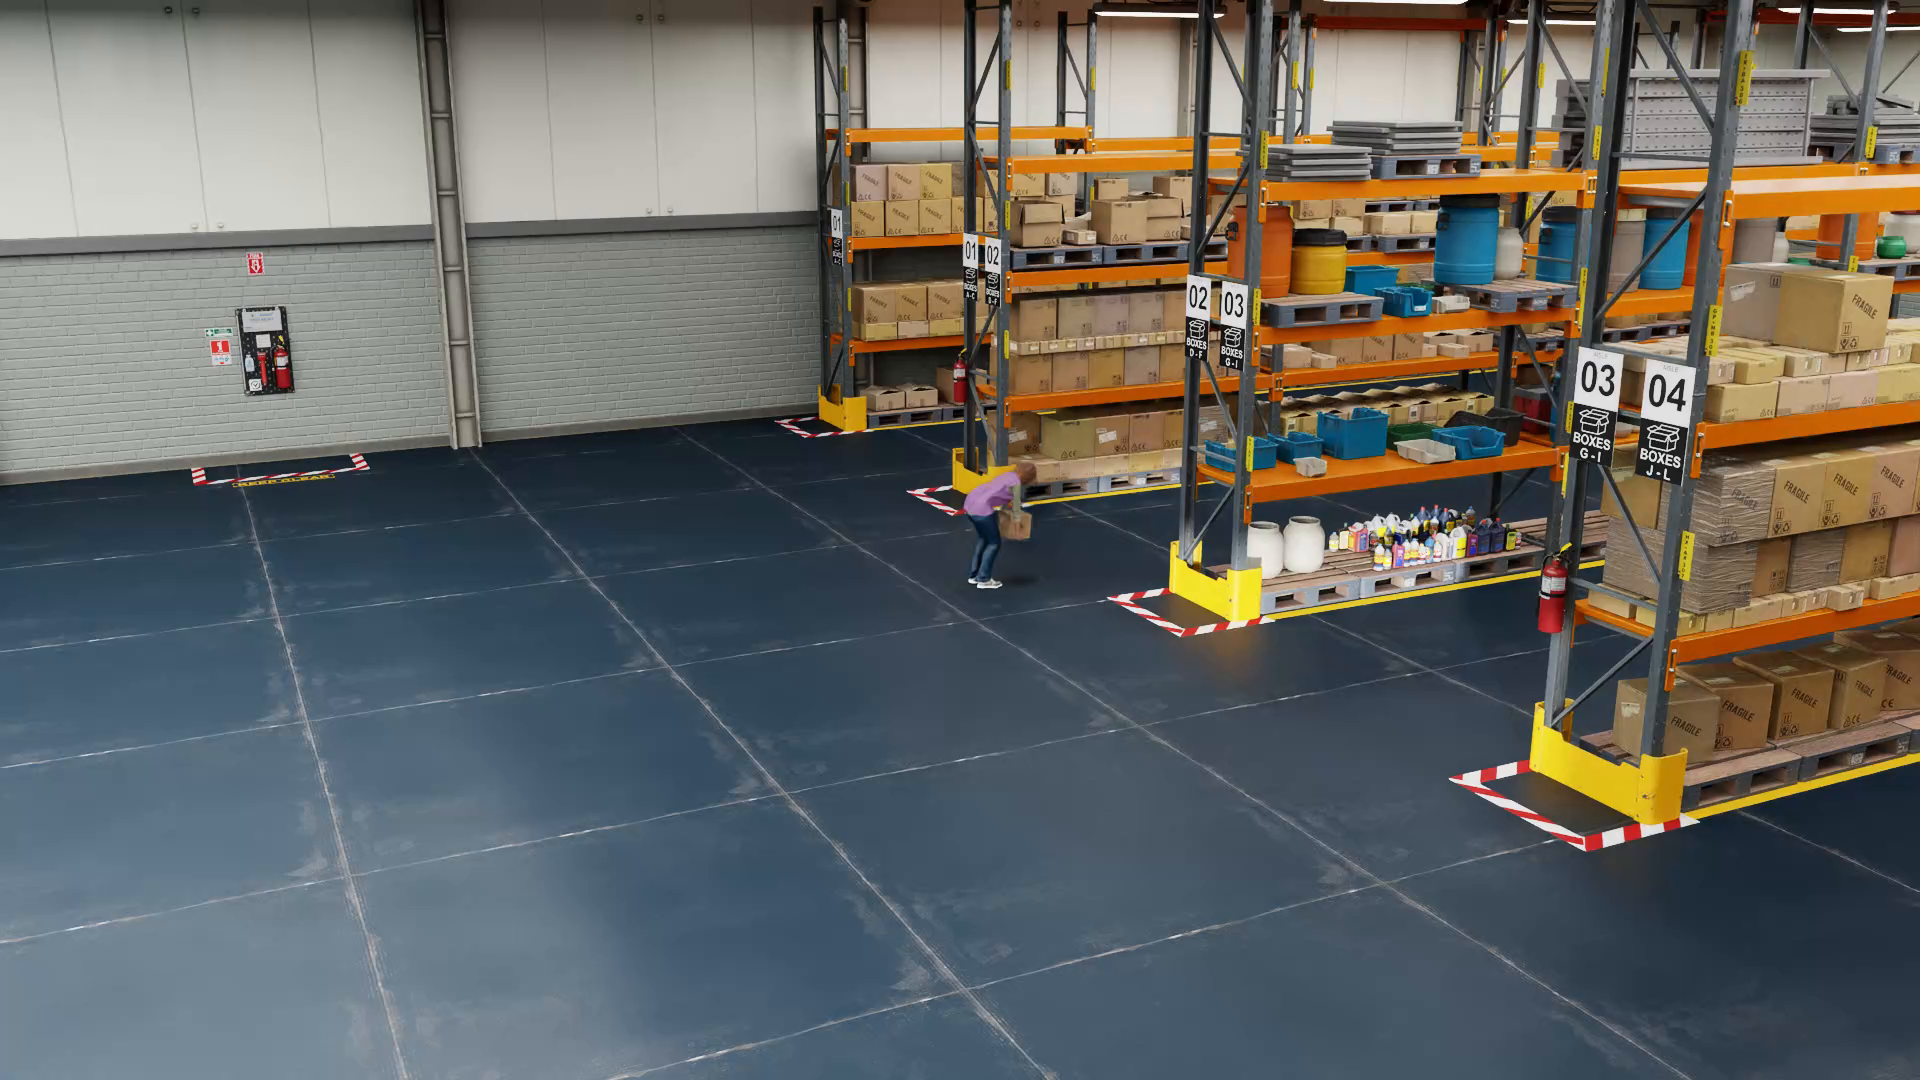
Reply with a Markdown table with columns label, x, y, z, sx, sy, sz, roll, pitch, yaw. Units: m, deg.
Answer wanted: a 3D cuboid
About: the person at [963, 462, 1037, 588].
| label | x | y | z | sx | sy | sz | roll | pitch | yaw |
| --- | --- | --- | --- | --- | --- | --- | --- | --- | --- |
| person | 0.424 | -0.158 | 16.968 | 0.810 | 1.248 | 0.380 | -8 | 17 | -26 |
